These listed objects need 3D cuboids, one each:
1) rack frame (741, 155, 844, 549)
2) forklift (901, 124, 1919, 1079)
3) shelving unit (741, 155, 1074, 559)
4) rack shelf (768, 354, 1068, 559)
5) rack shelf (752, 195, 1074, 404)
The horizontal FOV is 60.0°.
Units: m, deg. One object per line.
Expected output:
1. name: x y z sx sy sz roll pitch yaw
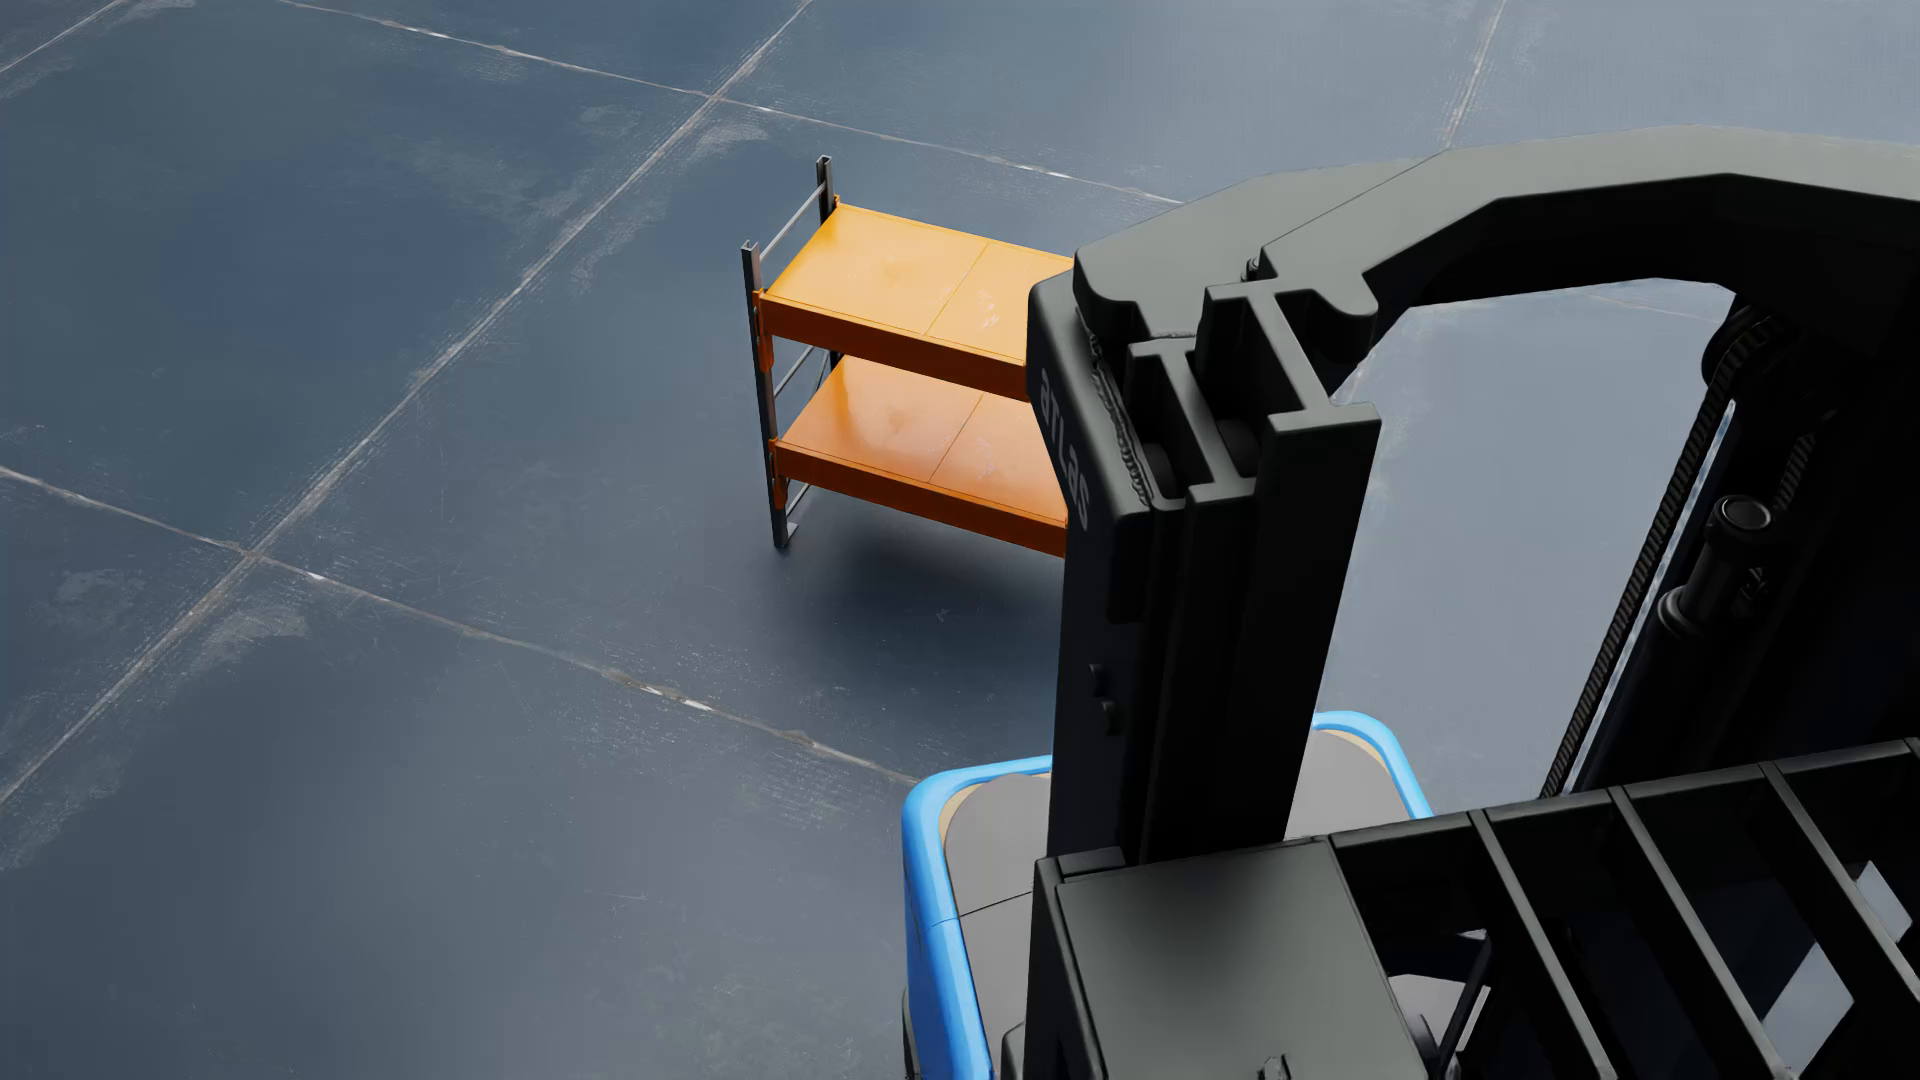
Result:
1. rack frame: -0.475 -0.539 4.994 0.032 1.125 0.500 16 47 16
2. forklift: 0.654 1.144 2.022 1.130 2.935 3.031 -8 45 -8
3. shelving unit: -0.006 -0.401 4.855 1.048 1.125 0.538 16 47 16
4. rack shelf: -0.006 -0.227 5.028 1.000 0.278 0.538 16 47 16
5. rack shelf: -0.006 -0.608 4.649 1.000 0.278 0.538 16 47 16
